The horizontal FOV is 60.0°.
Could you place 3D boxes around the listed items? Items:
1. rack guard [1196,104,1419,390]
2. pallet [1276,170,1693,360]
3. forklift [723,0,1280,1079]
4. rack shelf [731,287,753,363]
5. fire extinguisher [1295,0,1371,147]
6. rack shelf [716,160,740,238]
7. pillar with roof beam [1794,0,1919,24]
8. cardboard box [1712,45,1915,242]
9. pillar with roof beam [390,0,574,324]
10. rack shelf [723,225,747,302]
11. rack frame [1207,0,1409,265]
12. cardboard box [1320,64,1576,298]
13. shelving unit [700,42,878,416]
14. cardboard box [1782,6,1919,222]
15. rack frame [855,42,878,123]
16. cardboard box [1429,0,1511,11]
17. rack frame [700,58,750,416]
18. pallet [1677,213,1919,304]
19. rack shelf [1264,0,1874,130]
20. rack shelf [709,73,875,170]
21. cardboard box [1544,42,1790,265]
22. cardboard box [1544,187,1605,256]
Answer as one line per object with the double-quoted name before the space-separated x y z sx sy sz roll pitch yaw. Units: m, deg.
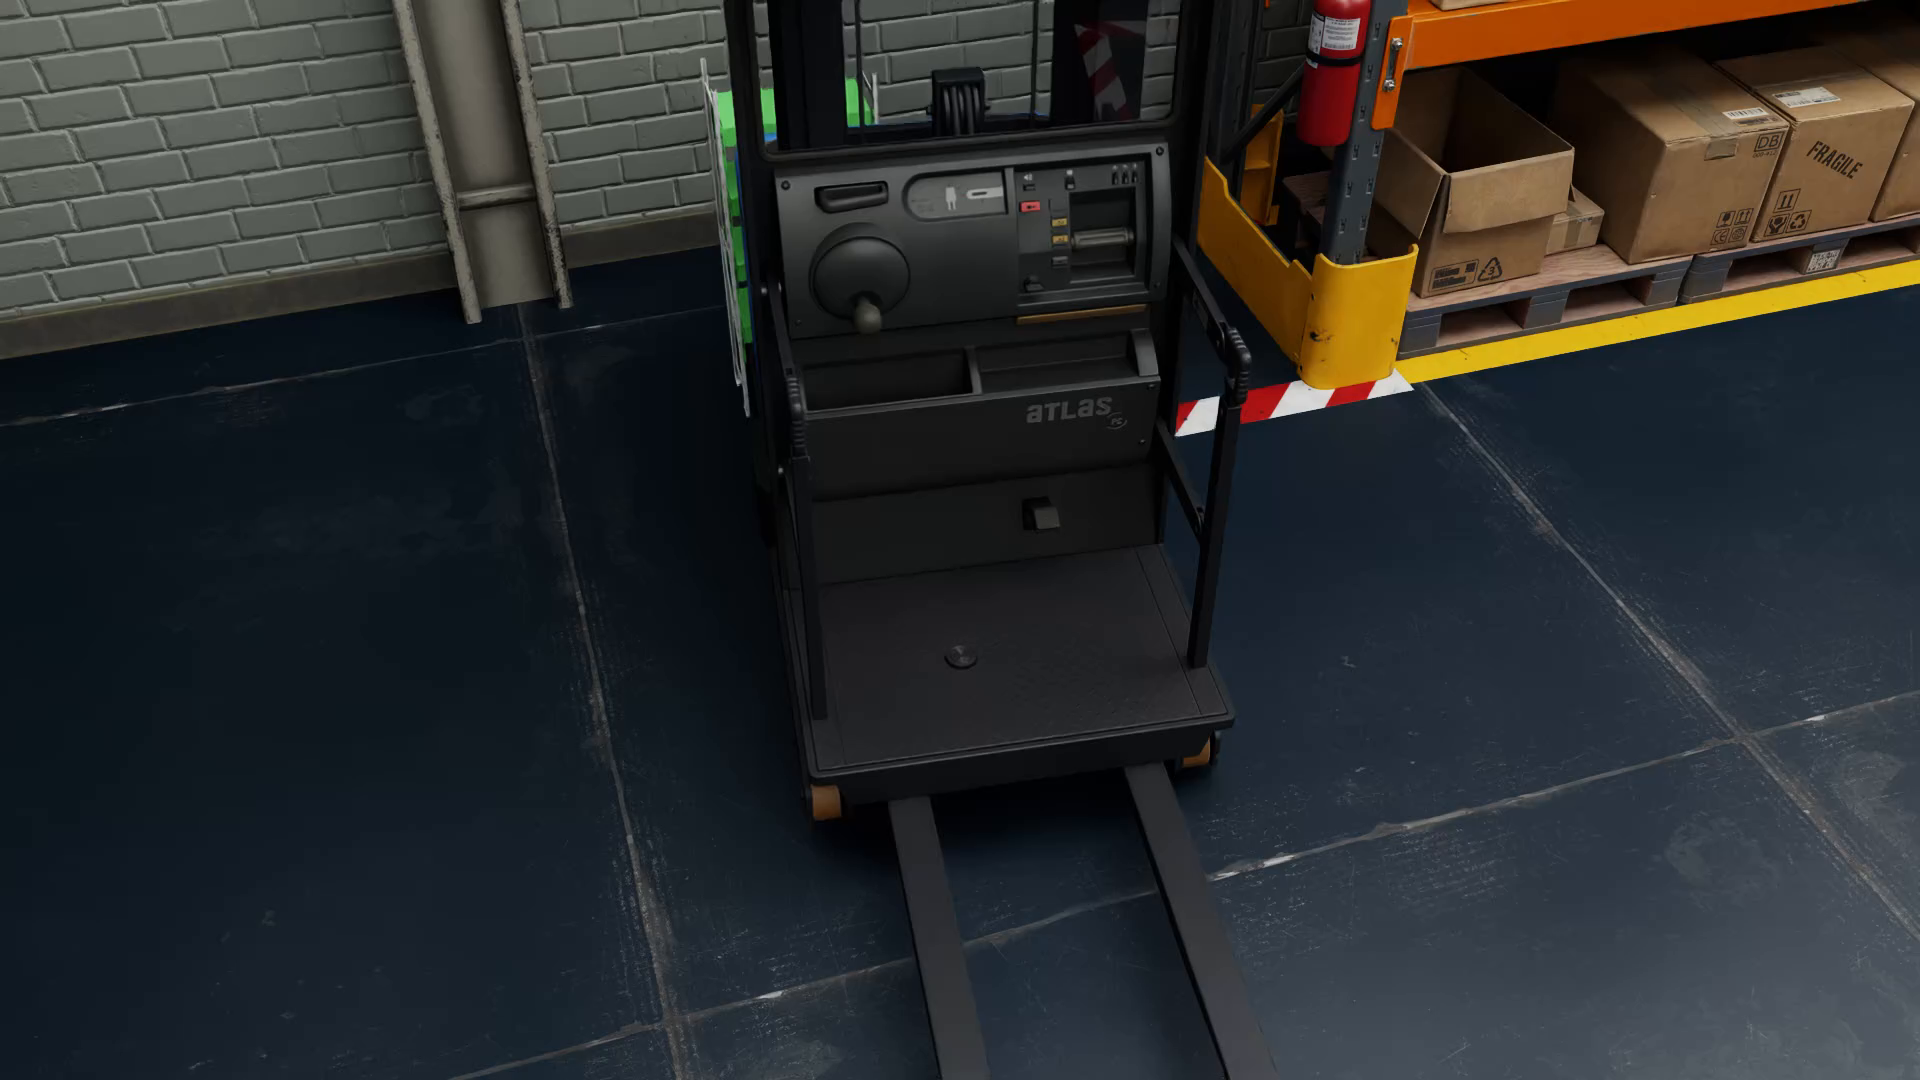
"rack guard" 1.227 -1.106 6.136 0.348 0.500 1.175 -12 42 -13
"pallet" 1.987 -1.156 6.413 1.213 0.211 1.003 -12 42 -13
"forklift" 0.082 -0.628 3.741 1.130 2.935 3.031 -7 42 -8
"rack shelf" -0.528 -0.772 5.683 0.480 0.148 0.258 -10 42 -12
"fire extinguisher" 1.153 -1.544 5.080 0.183 0.674 0.296 -12 42 -13
"rack shelf" -0.528 -1.133 5.368 0.480 0.148 0.258 -10 42 -12
"pillar with roof beam" 5.328 -2.809 1.625 0.400 9.000 9.100 -12 42 -13
"cardboard box" 3.128 -1.497 6.264 0.500 0.500 0.500 -11 42 -12
"pillar with roof beam" -0.395 -1.623 0.268 0.400 9.000 9.100 -12 42 -13
"rack shelf" -0.528 -0.952 5.525 0.480 0.148 0.258 -10 42 -12
"rack frame" 1.155 -2.033 5.297 0.127 3.000 1.000 -12 42 -13
"cardboard box" 1.766 -1.312 6.050 0.637 0.503 0.797 -13 43 -15
"shelving unit" -0.528 -1.001 5.483 0.503 1.200 0.258 -10 42 -12
"cardboard box" 3.584 -1.661 6.452 0.500 0.500 0.700 -13 43 -15
"rack frame" -0.292 -1.043 5.532 0.015 1.200 0.240 -10 42 -12
"cardboard box" 1.550 -1.831 5.257 0.250 0.149 0.380 -12 43 -13
"rack frame" -0.763 -0.958 5.435 0.015 1.200 0.240 -10 42 -12
"pallet" 3.149 -1.394 6.686 1.213 0.211 1.003 -12 42 -13
"rack shelf" 3.062 -2.157 5.986 4.000 0.370 1.077 -12 42 -13
"rack shelf" -0.528 -1.314 5.210 0.480 0.148 0.258 -10 42 -12
"cardboard box" 2.593 -1.455 6.217 0.500 0.500 0.700 -10 42 -11
"cardboard box" 2.183 -1.238 6.235 0.250 0.149 0.380 -13 43 -15
